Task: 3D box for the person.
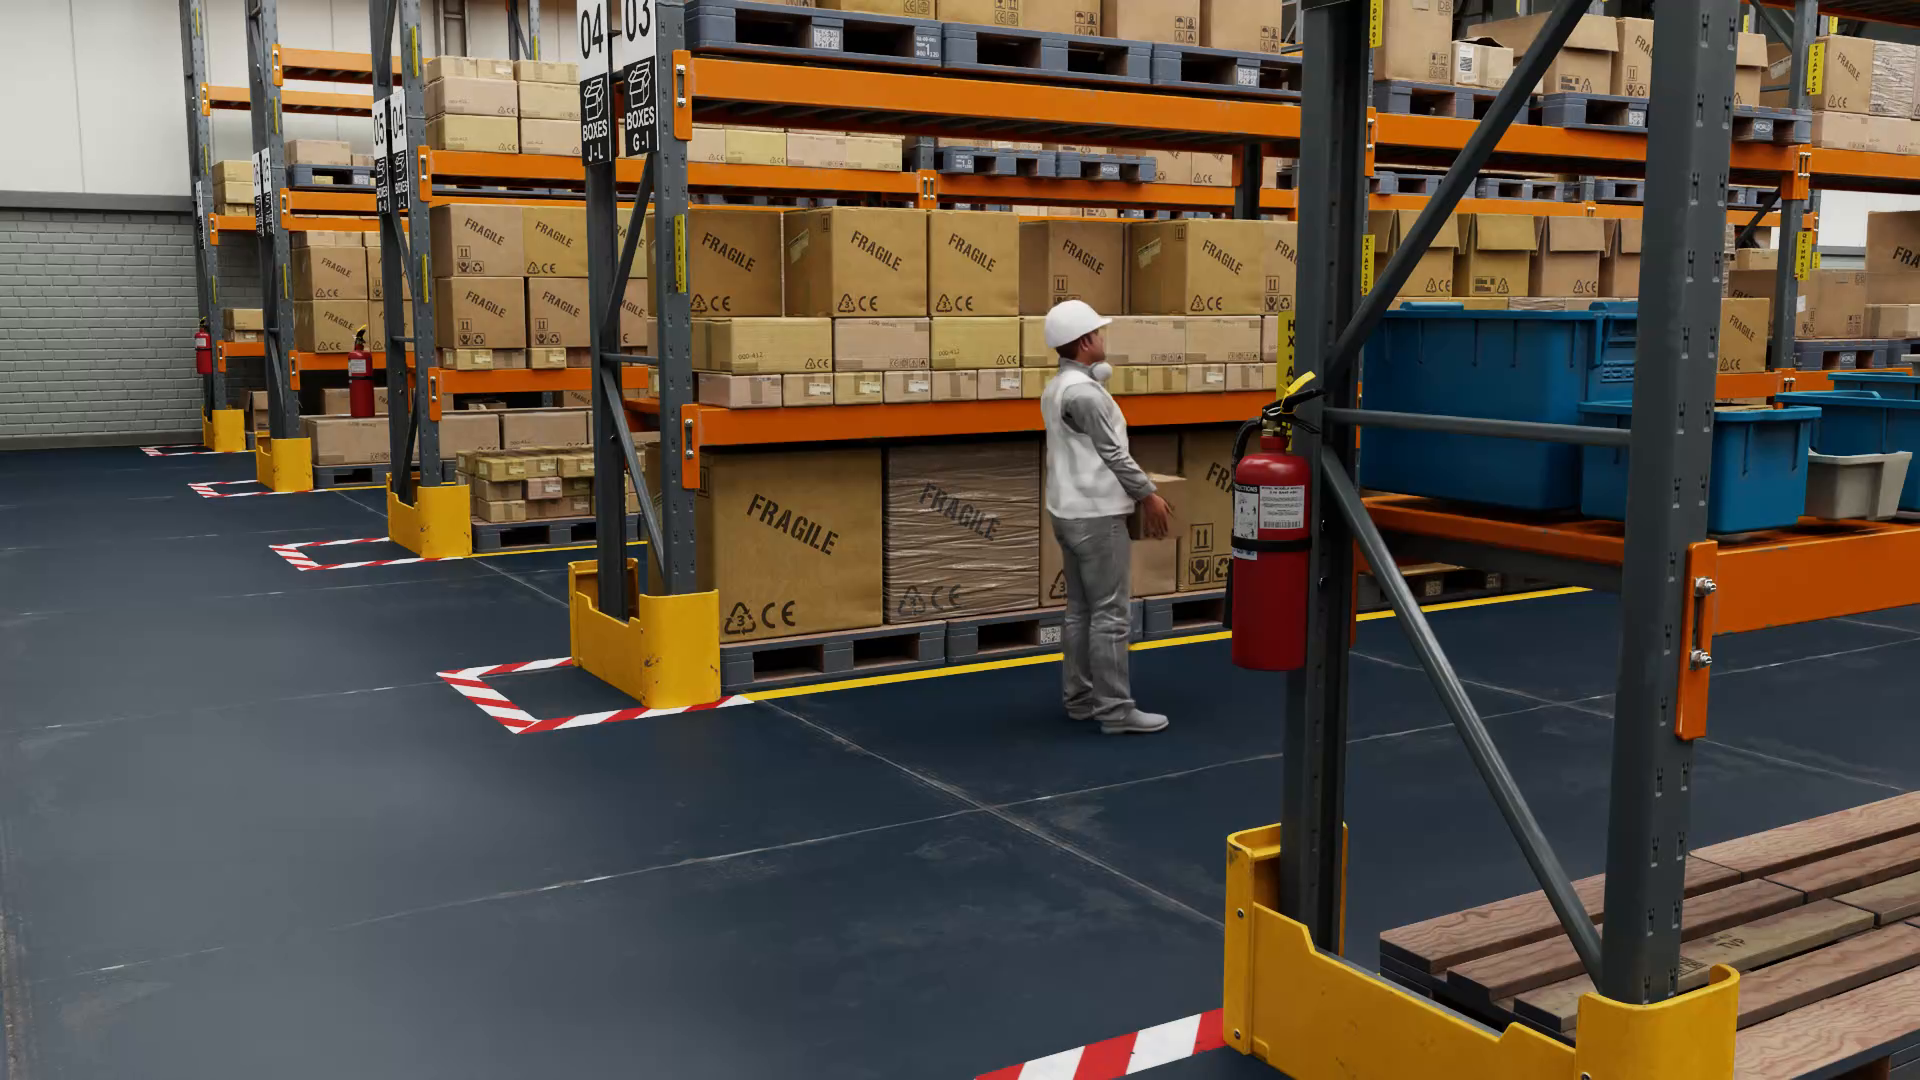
[{"bbox_3d":[0.606,-0.107,6.958,0.521,1.776,0.516,-1,8,-10],"label":"person"}]
